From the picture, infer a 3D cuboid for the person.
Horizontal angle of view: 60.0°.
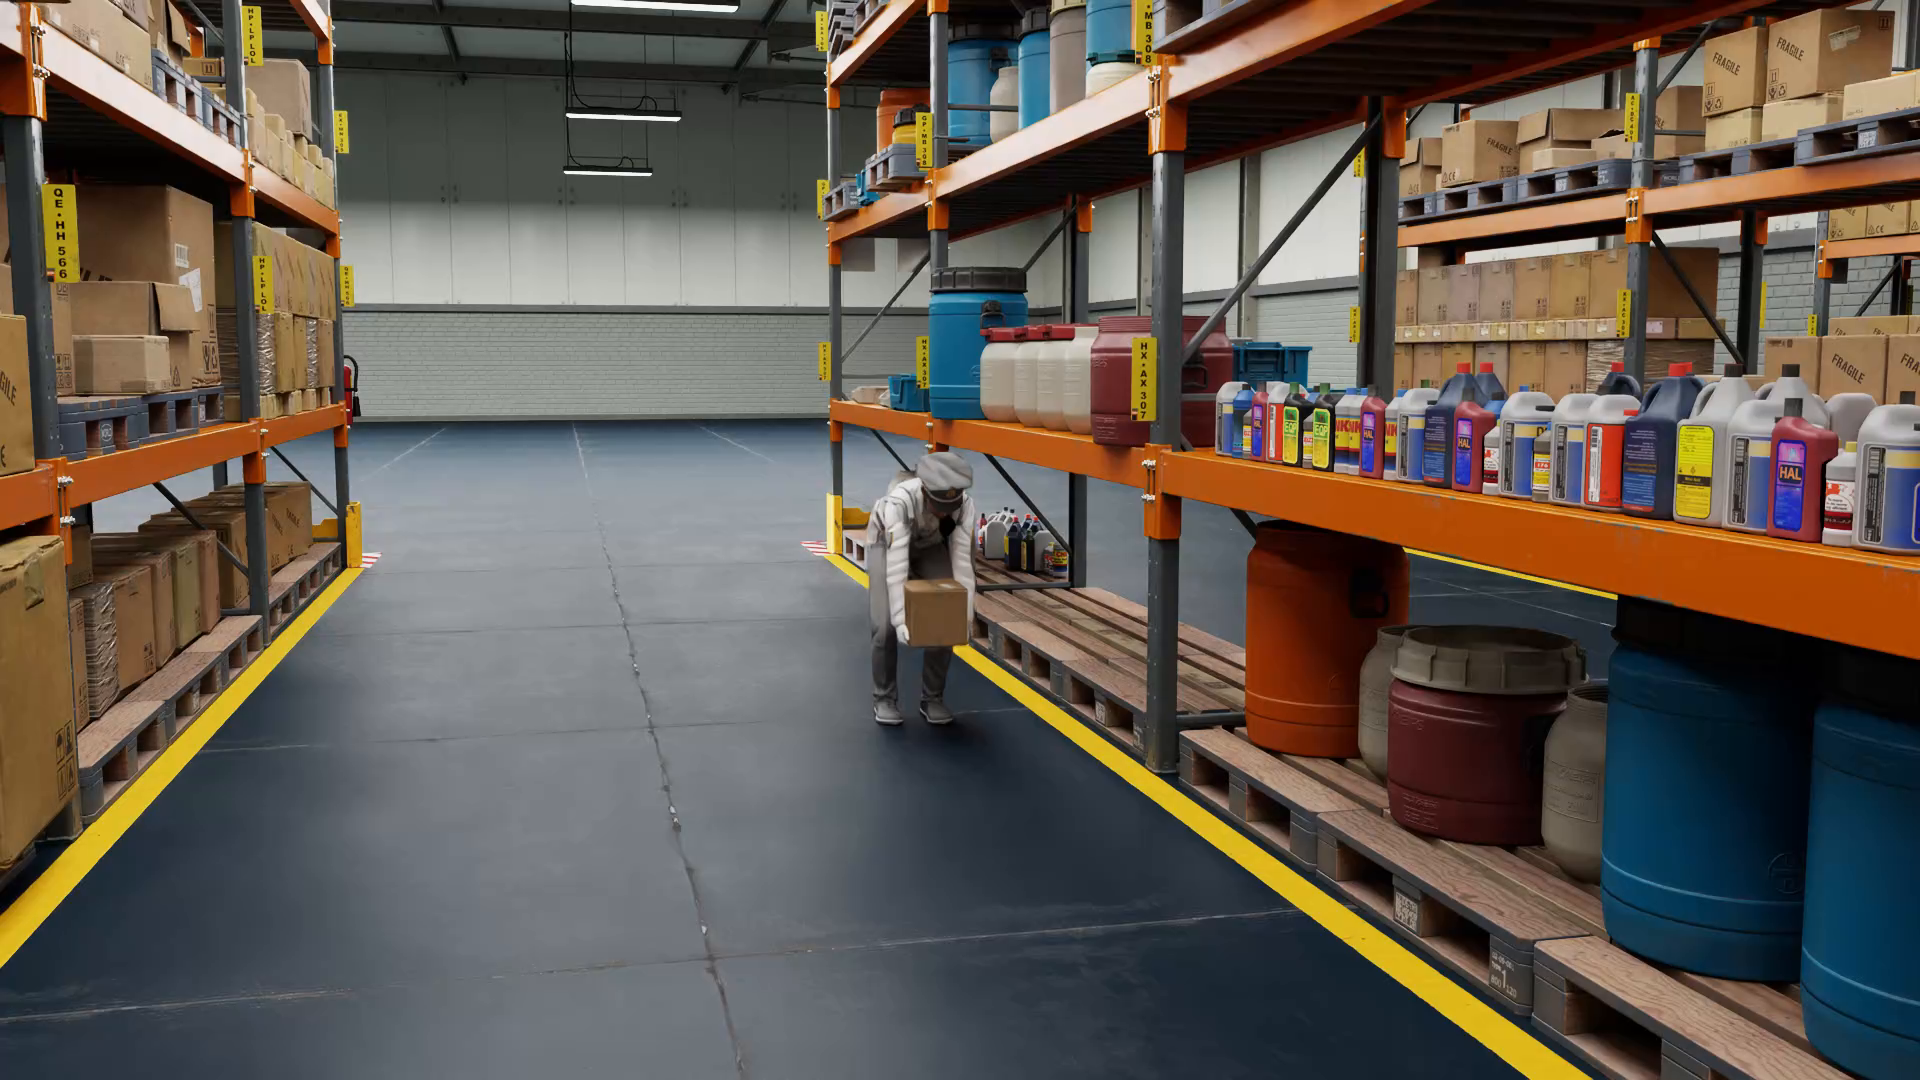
[{"bbox_3d":[-0.165,0.225,7.471,0.423,1.266,0.889,-2,6,-16],"label":"person"}]
